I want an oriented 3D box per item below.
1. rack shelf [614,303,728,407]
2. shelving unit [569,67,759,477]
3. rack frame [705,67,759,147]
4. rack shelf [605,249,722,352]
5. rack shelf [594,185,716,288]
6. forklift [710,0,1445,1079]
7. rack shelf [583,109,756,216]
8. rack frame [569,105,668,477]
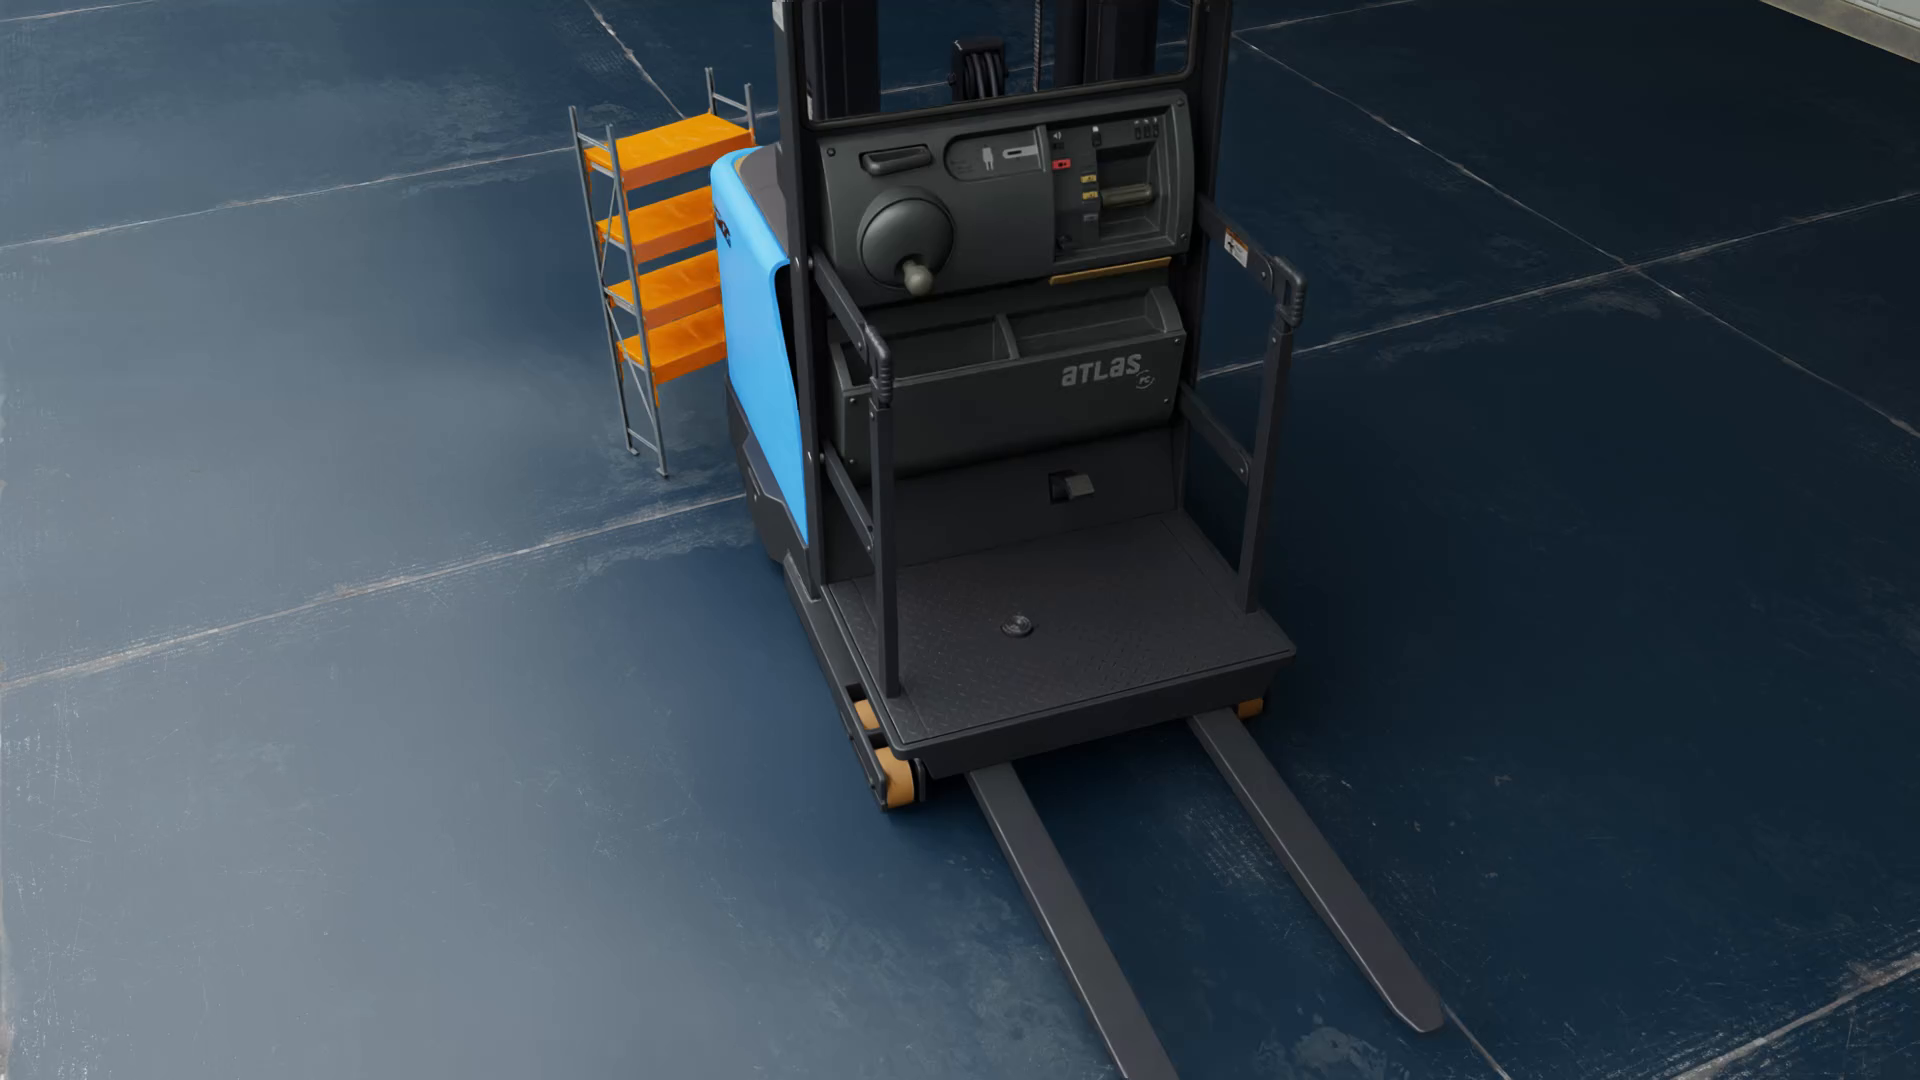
[{"bbox_3d":[-0.877,-0.633,5.530,0.480,0.148,0.258,-27,41,-31],"label":"rack shelf"},{"bbox_3d":[-0.886,-0.852,5.380,0.503,1.200,0.258,-27,41,-31],"label":"shelving unit"},{"bbox_3d":[-0.700,-0.946,5.508,0.015,1.200,0.240,-27,41,-31],"label":"rack frame"},{"bbox_3d":[-0.883,-0.797,5.418,0.480,0.148,0.258,-27,41,-31],"label":"rack shelf"},{"bbox_3d":[-0.891,-0.982,5.293,0.480,0.148,0.258,-27,41,-31],"label":"rack shelf"},{"bbox_3d":[0.201,-0.760,3.814,1.130,2.935,3.031,-12,38,-16],"label":"forklift"},{"bbox_3d":[-0.899,-1.177,5.160,0.480,0.148,0.258,-27,41,-31],"label":"rack shelf"},{"bbox_3d":[-1.072,-0.758,5.253,0.015,1.200,0.240,-27,41,-31],"label":"rack frame"}]
